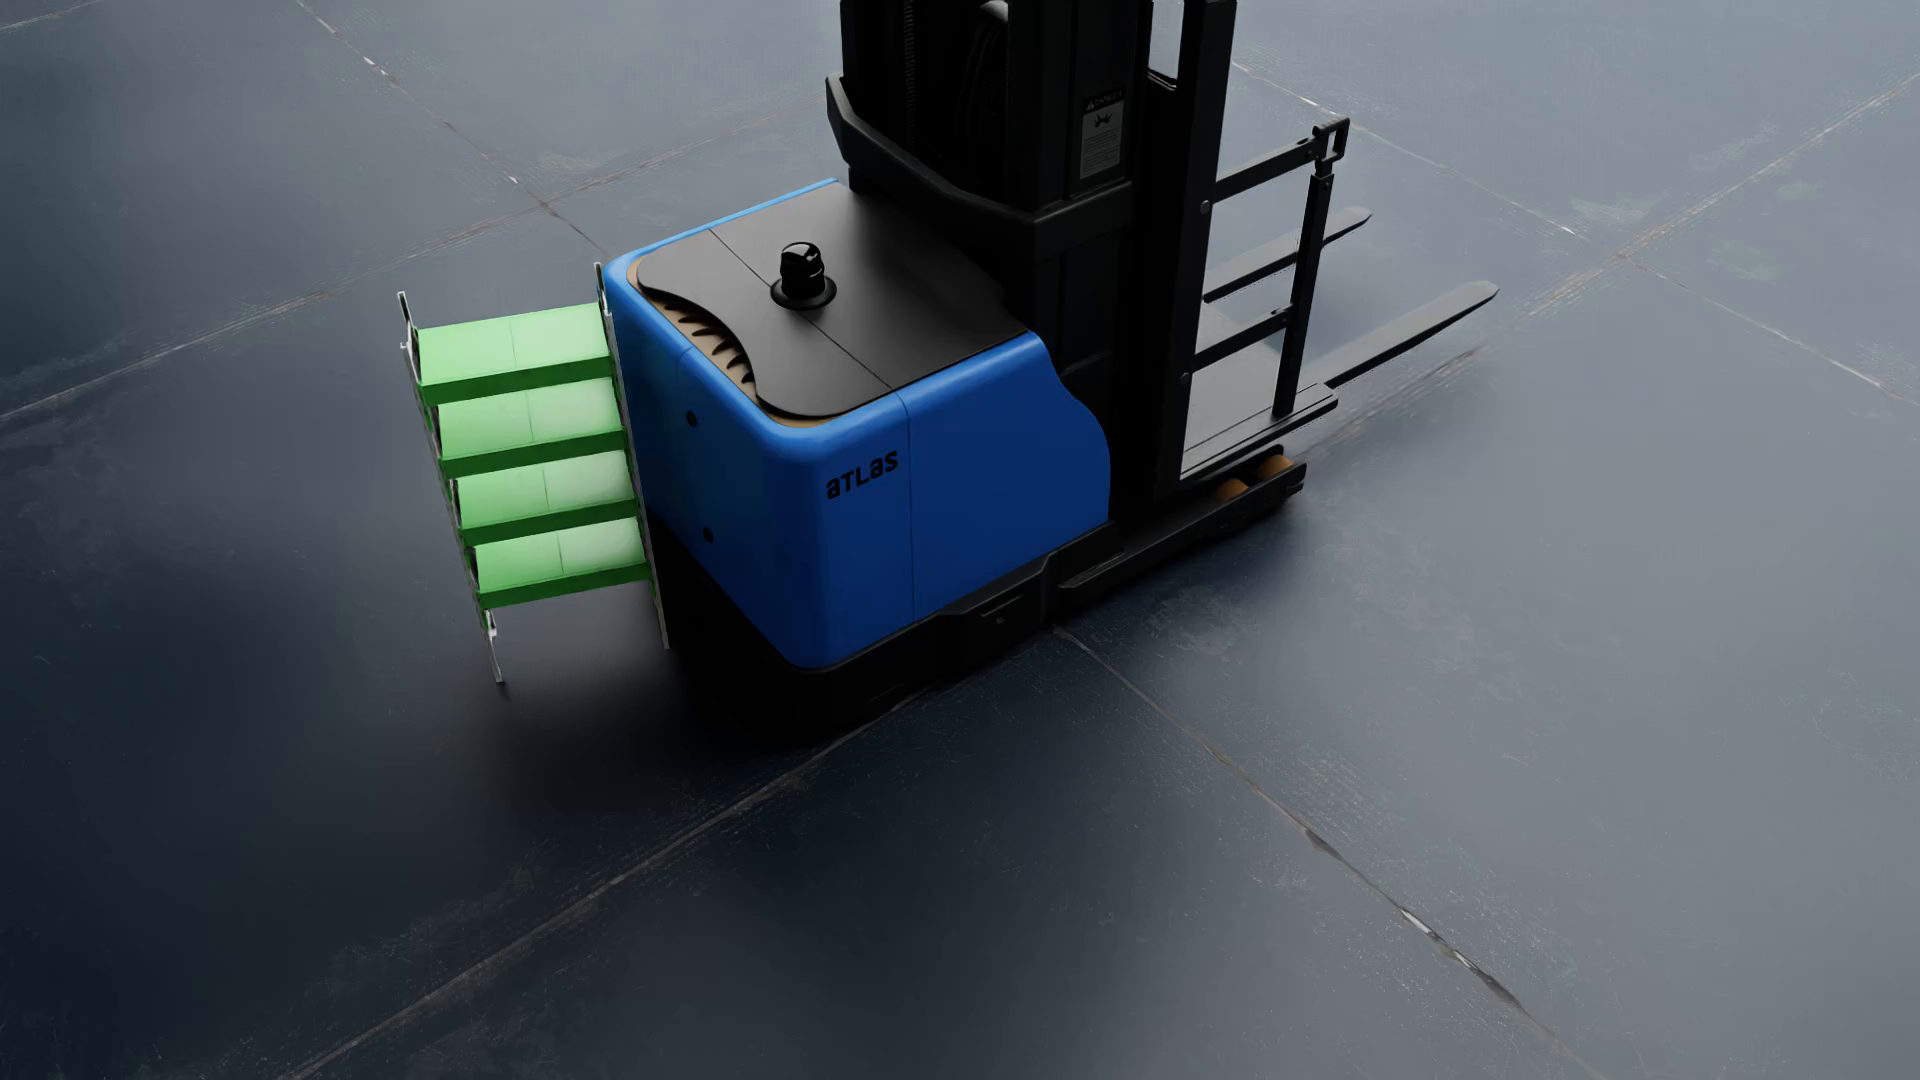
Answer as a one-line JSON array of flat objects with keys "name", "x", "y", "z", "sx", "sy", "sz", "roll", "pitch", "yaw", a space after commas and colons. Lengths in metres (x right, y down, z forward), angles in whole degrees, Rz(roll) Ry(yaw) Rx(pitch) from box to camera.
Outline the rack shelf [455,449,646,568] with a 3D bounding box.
[{"name": "rack shelf", "x": -1.131, "y": -0.102, "z": 4.576, "sx": 0.480, "sy": 0.148, "sz": 0.258, "roll": -11, "pitch": 44, "yaw": -11}]

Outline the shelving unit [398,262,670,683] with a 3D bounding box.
[{"name": "shelving unit", "x": -1.131, "y": -0.149, "z": 4.532, "sx": 0.503, "sy": 1.200, "sz": 0.258, "roll": -11, "pitch": 44, "yaw": -11}]

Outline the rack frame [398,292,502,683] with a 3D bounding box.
[{"name": "rack frame", "x": -1.366, "y": -0.104, "z": 4.484, "sx": 0.015, "sy": 1.200, "sz": 0.240, "roll": -11, "pitch": 44, "yaw": -11}]

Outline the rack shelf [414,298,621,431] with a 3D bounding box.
[{"name": "rack shelf", "x": -1.131, "y": -0.452, "z": 4.247, "sx": 0.480, "sy": 0.148, "sz": 0.258, "roll": -11, "pitch": 44, "yaw": -11}]

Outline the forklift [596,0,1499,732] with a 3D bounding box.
[{"name": "forklift", "x": 0.491, "y": -1.362, "z": 4.560, "sx": 3.031, "sy": 2.935, "sz": 1.130, "roll": -27, "pitch": 49, "yaw": -26}]

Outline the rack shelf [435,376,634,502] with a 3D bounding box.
[{"name": "rack shelf", "x": -1.131, "y": -0.277, "z": 4.411, "sx": 0.480, "sy": 0.148, "sz": 0.258, "roll": -11, "pitch": 44, "yaw": -11}]

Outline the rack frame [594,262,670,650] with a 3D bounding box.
[{"name": "rack frame", "x": -0.896, "y": -0.194, "z": 4.580, "sx": 0.015, "sy": 1.200, "sz": 0.240, "roll": -11, "pitch": 44, "yaw": -11}]

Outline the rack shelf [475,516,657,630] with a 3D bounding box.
[{"name": "rack shelf", "x": -1.131, "y": 0.073, "z": 4.740, "sx": 0.480, "sy": 0.148, "sz": 0.258, "roll": -11, "pitch": 44, "yaw": -11}]
